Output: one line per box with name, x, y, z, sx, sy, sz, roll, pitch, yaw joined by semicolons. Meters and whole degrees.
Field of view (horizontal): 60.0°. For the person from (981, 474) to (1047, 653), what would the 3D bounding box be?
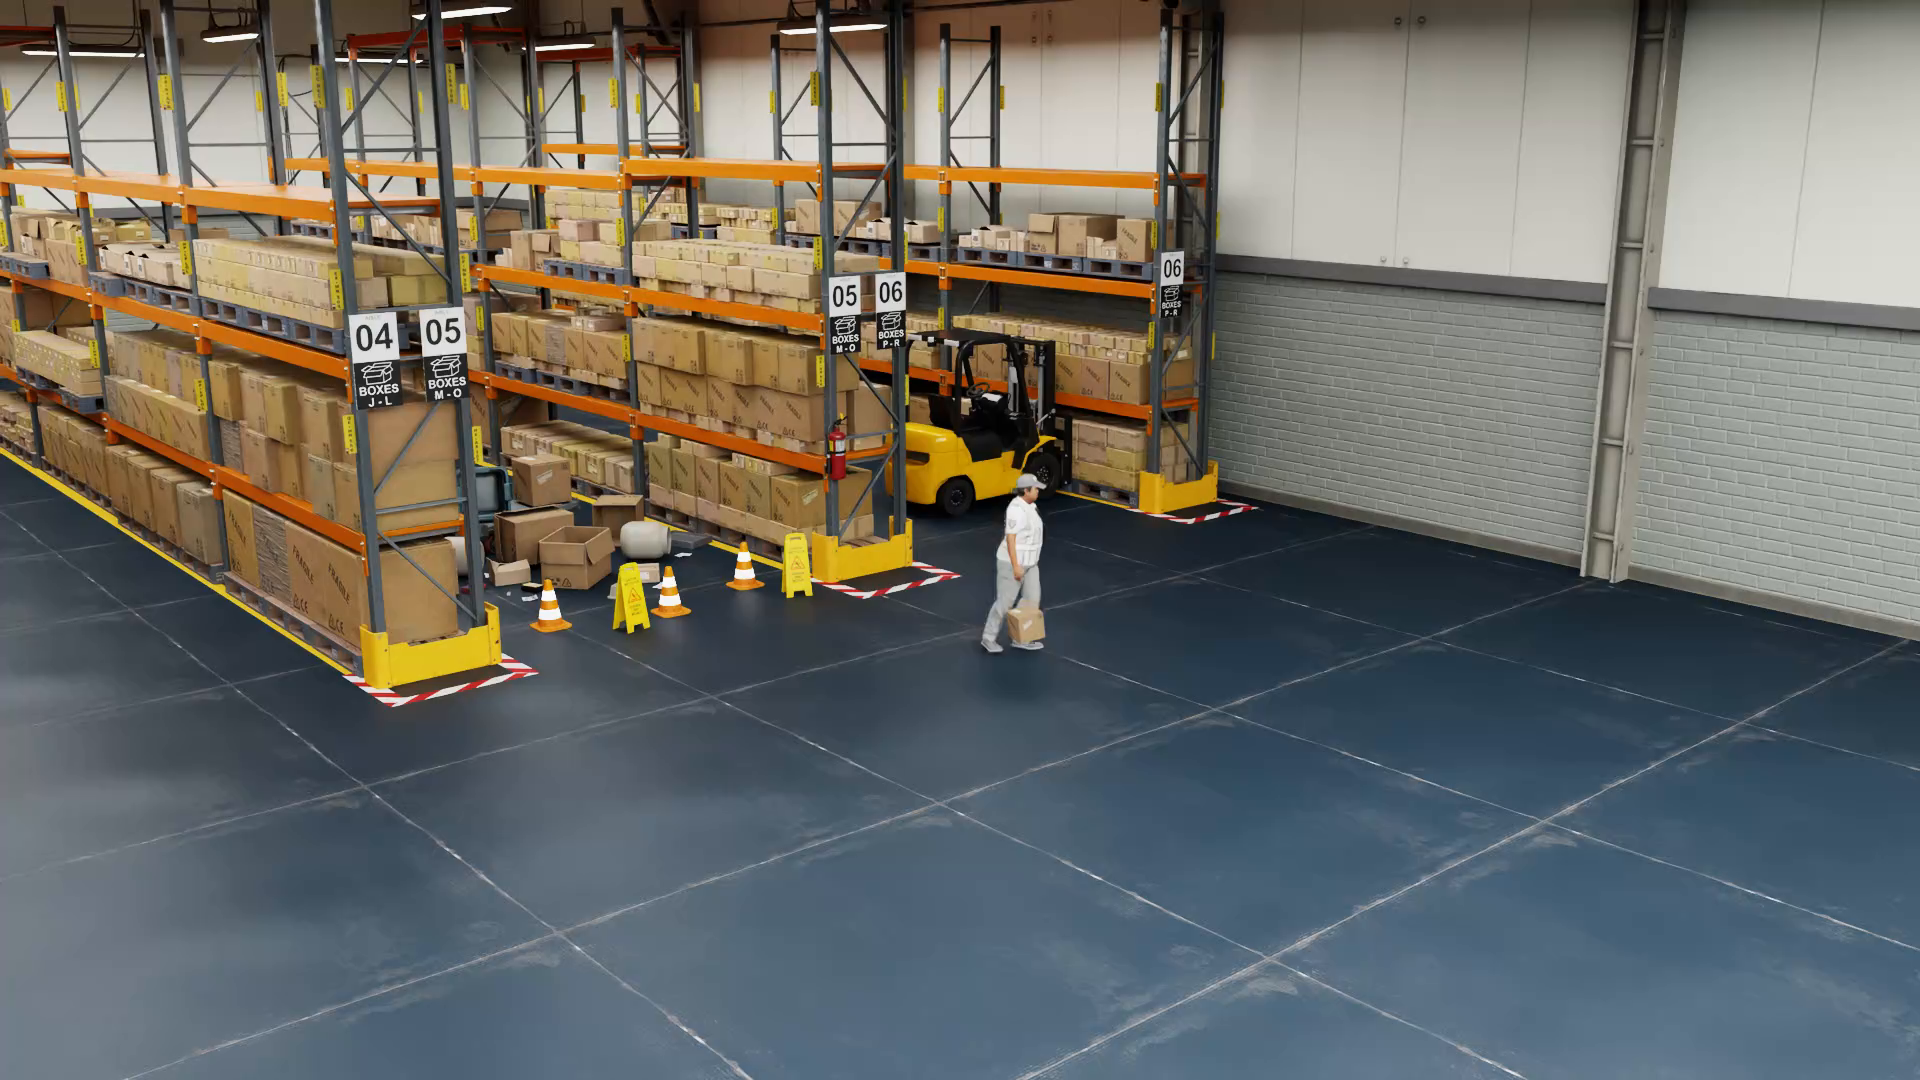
person;0.489;0.203;15.209;0.552;1.649;0.531;6;15;21
